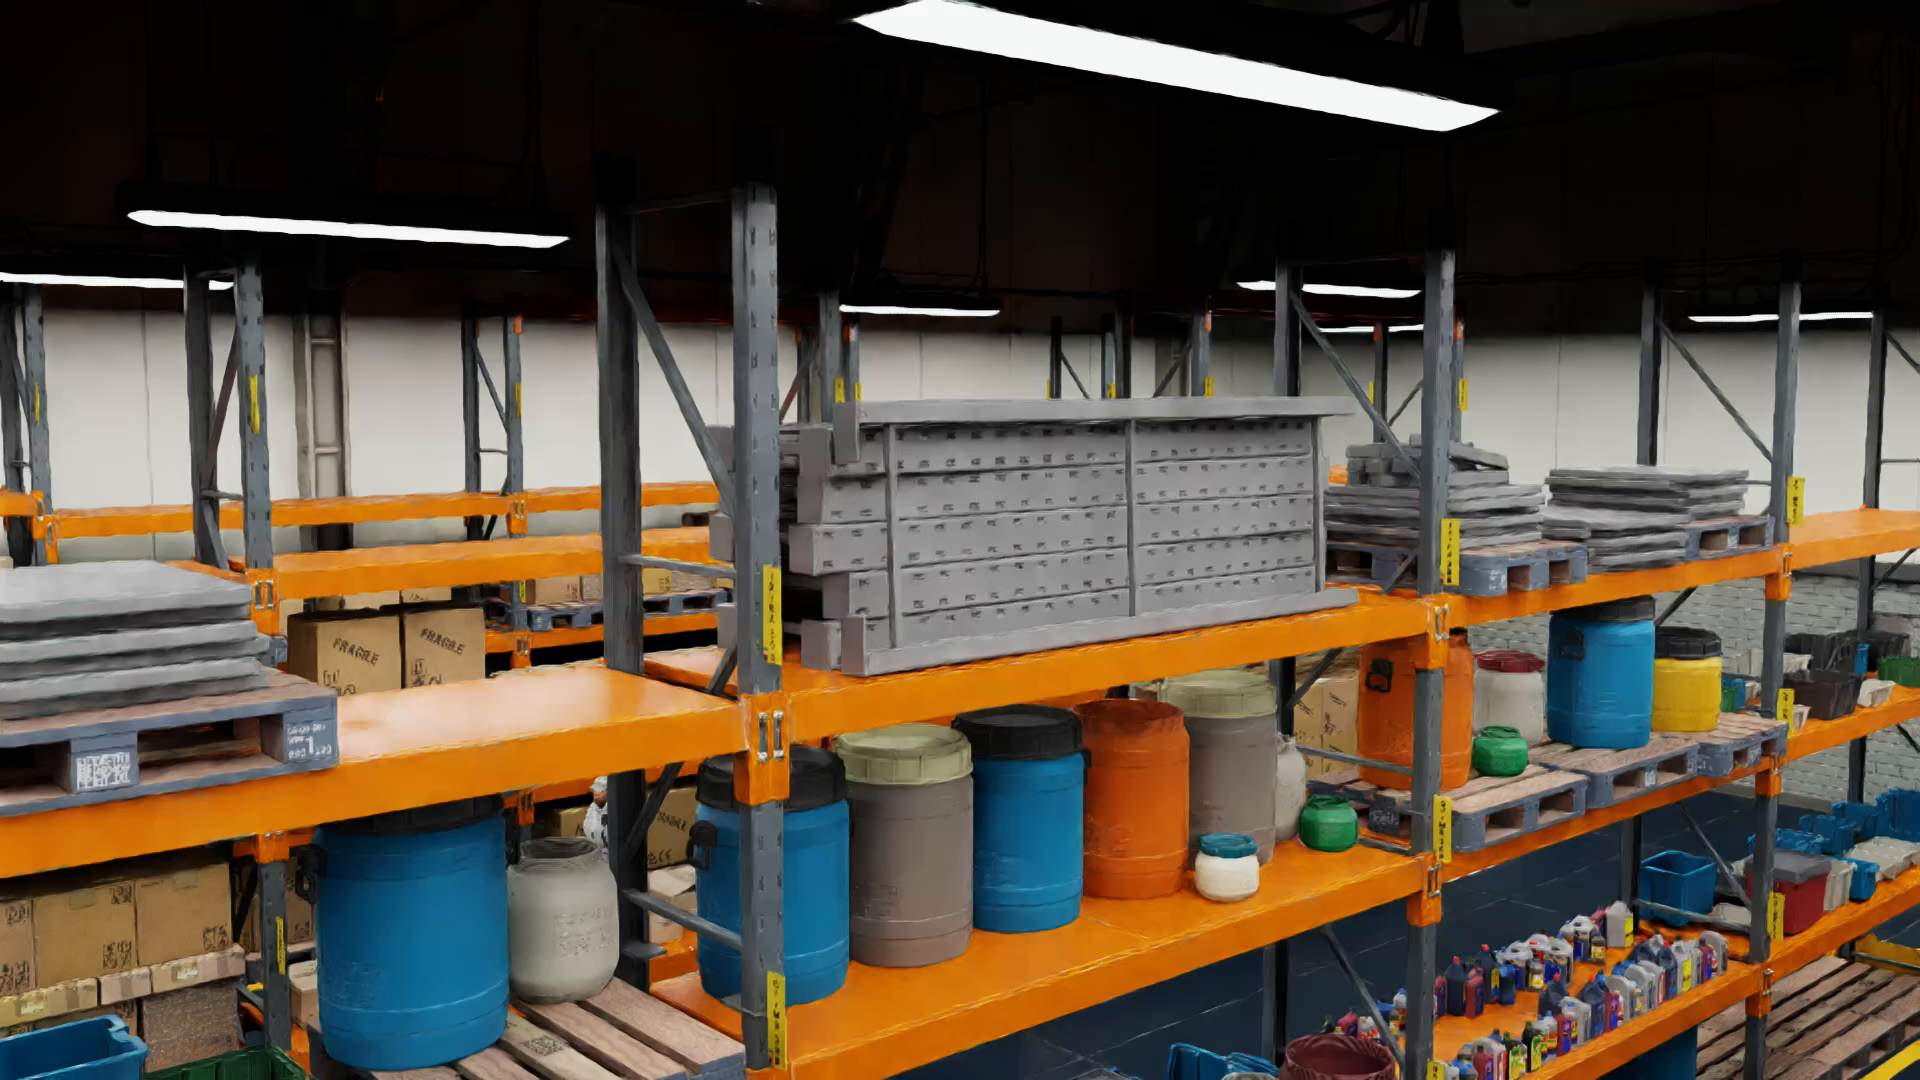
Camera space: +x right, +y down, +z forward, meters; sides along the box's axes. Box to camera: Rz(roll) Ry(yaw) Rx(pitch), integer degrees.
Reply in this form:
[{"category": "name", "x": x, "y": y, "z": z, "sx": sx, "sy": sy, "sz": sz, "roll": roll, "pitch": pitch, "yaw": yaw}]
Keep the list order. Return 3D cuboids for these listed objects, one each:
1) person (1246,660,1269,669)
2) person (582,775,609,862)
[{"category": "person", "x": 4.314, "y": 2.130, "z": 22.972, "sx": 0.735, "sy": 1.715, "sz": 0.880, "roll": 4, "pitch": 6, "yaw": 33}, {"category": "person", "x": -3.208, "y": 2.925, "z": 15.156, "sx": 0.491, "sy": 1.598, "sz": 1.000, "roll": 5, "pitch": 7, "yaw": 40}]
